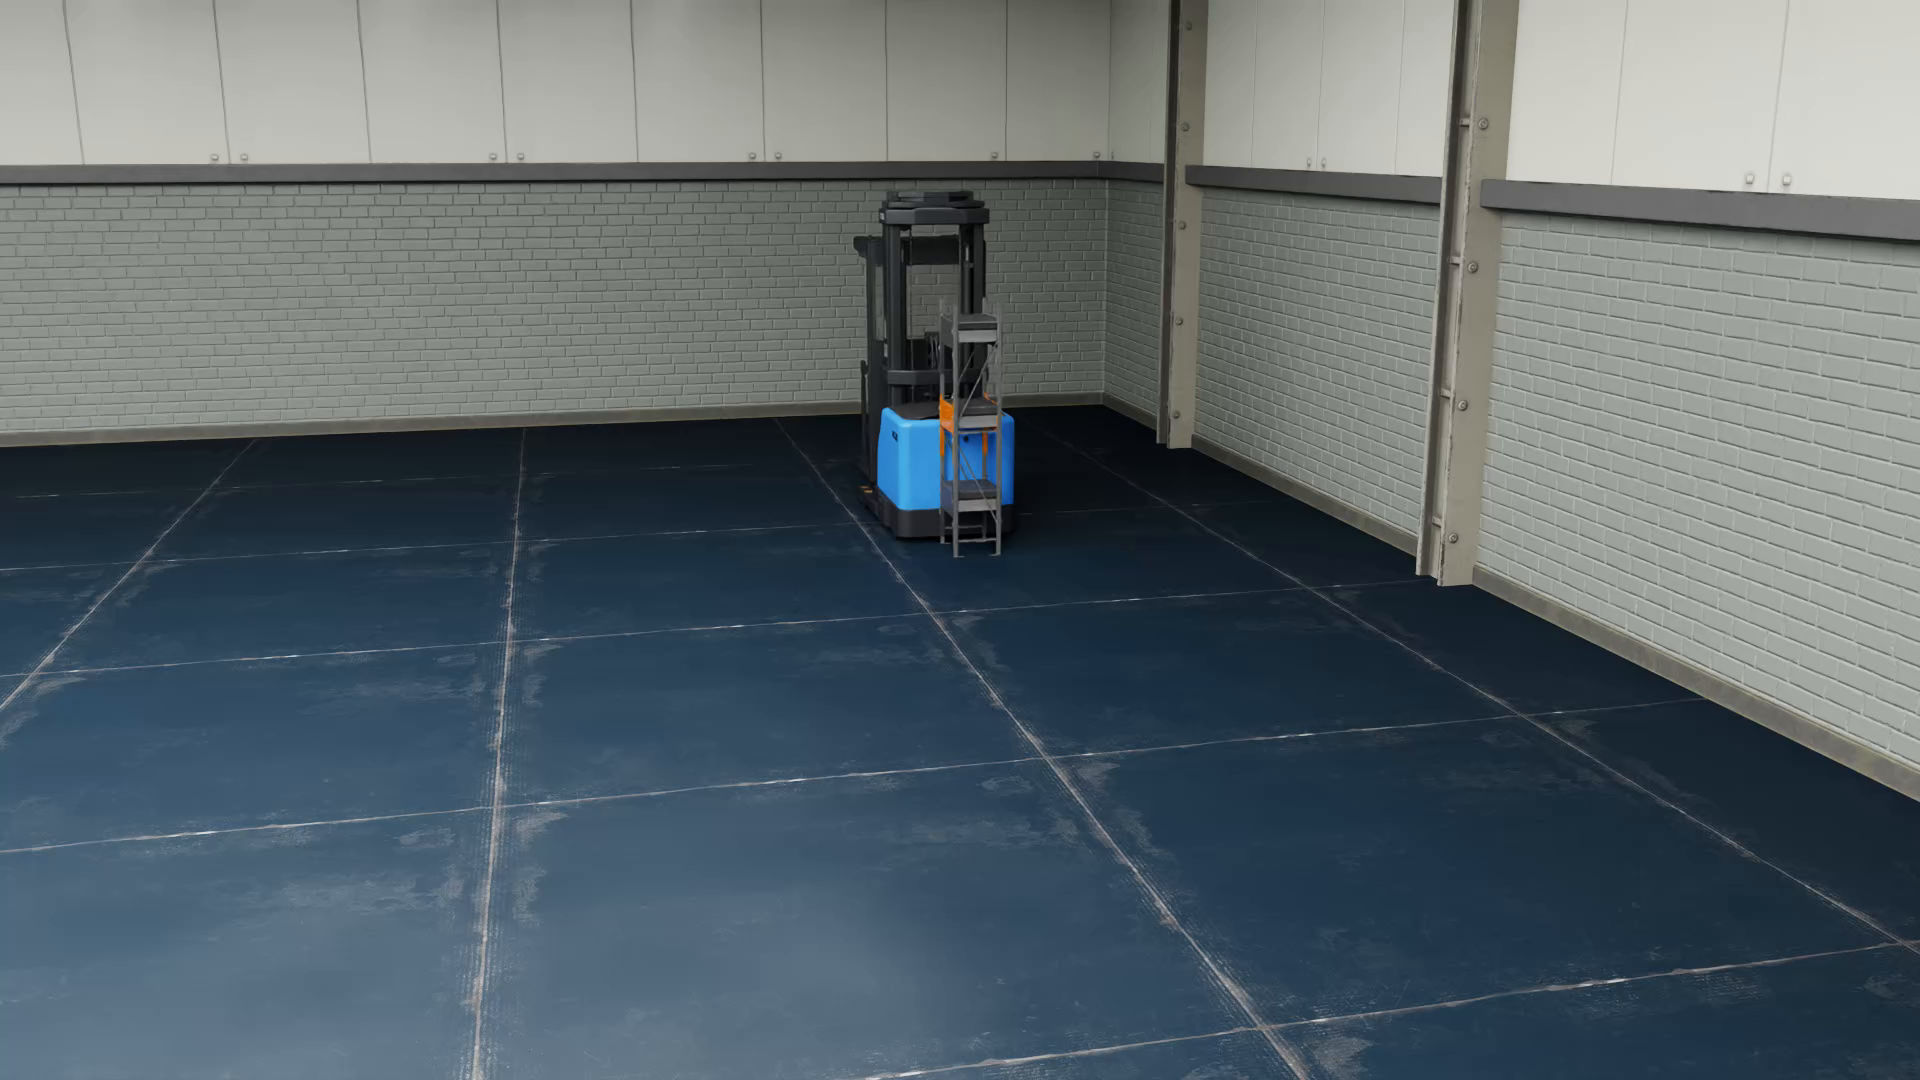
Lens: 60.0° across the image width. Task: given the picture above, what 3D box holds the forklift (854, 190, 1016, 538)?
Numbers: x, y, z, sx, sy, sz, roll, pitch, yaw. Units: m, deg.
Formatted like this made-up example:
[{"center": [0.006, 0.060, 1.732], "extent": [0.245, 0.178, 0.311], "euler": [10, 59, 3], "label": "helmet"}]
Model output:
[{"center": [-0.362, -1.746, 15.399], "extent": [1.130, 2.935, 3.031], "euler": [-3, 14, -13], "label": "forklift"}]

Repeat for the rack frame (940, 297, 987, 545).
[{"center": [0.029, -0.991, 14.060], "extent": [0.400, 2.100, 0.015], "euler": [-3, 14, -13], "label": "rack frame"}]

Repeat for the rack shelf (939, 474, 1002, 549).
[{"center": [0.087, -0.242, 13.999], "extent": [0.431, 0.518, 0.480], "euler": [-3, 14, -13], "label": "rack shelf"}]

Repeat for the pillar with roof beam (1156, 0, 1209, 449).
[{"center": [-1.749, -5.210, 16.790], "extent": [9.100, 9.000, 0.400], "euler": [-3, 14, -13], "label": "pillar with roof beam"}]

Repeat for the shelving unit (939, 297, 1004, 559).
[{"center": [0.087, -0.935, 13.830], "extent": [0.431, 2.100, 0.503], "euler": [-3, 14, -13], "label": "shelving unit"}]

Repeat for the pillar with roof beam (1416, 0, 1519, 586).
[{"center": [-0.340, -3.825, 11.124], "extent": [9.100, 9.000, 0.400], "euler": [-3, 14, -13], "label": "pillar with roof beam"}]

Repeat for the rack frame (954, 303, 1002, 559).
[{"center": [0.145, -0.879, 13.600], "extent": [0.400, 2.100, 0.015], "euler": [-3, 14, -13], "label": "rack frame"}]

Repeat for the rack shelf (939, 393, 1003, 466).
[{"center": [0.087, -0.922, 13.833], "extent": [0.431, 0.518, 0.480], "euler": [-3, 14, -13], "label": "rack shelf"}]

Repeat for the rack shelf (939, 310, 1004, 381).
[{"center": [0.087, -1.602, 13.667], "extent": [0.431, 0.518, 0.480], "euler": [-3, 14, -13], "label": "rack shelf"}]
